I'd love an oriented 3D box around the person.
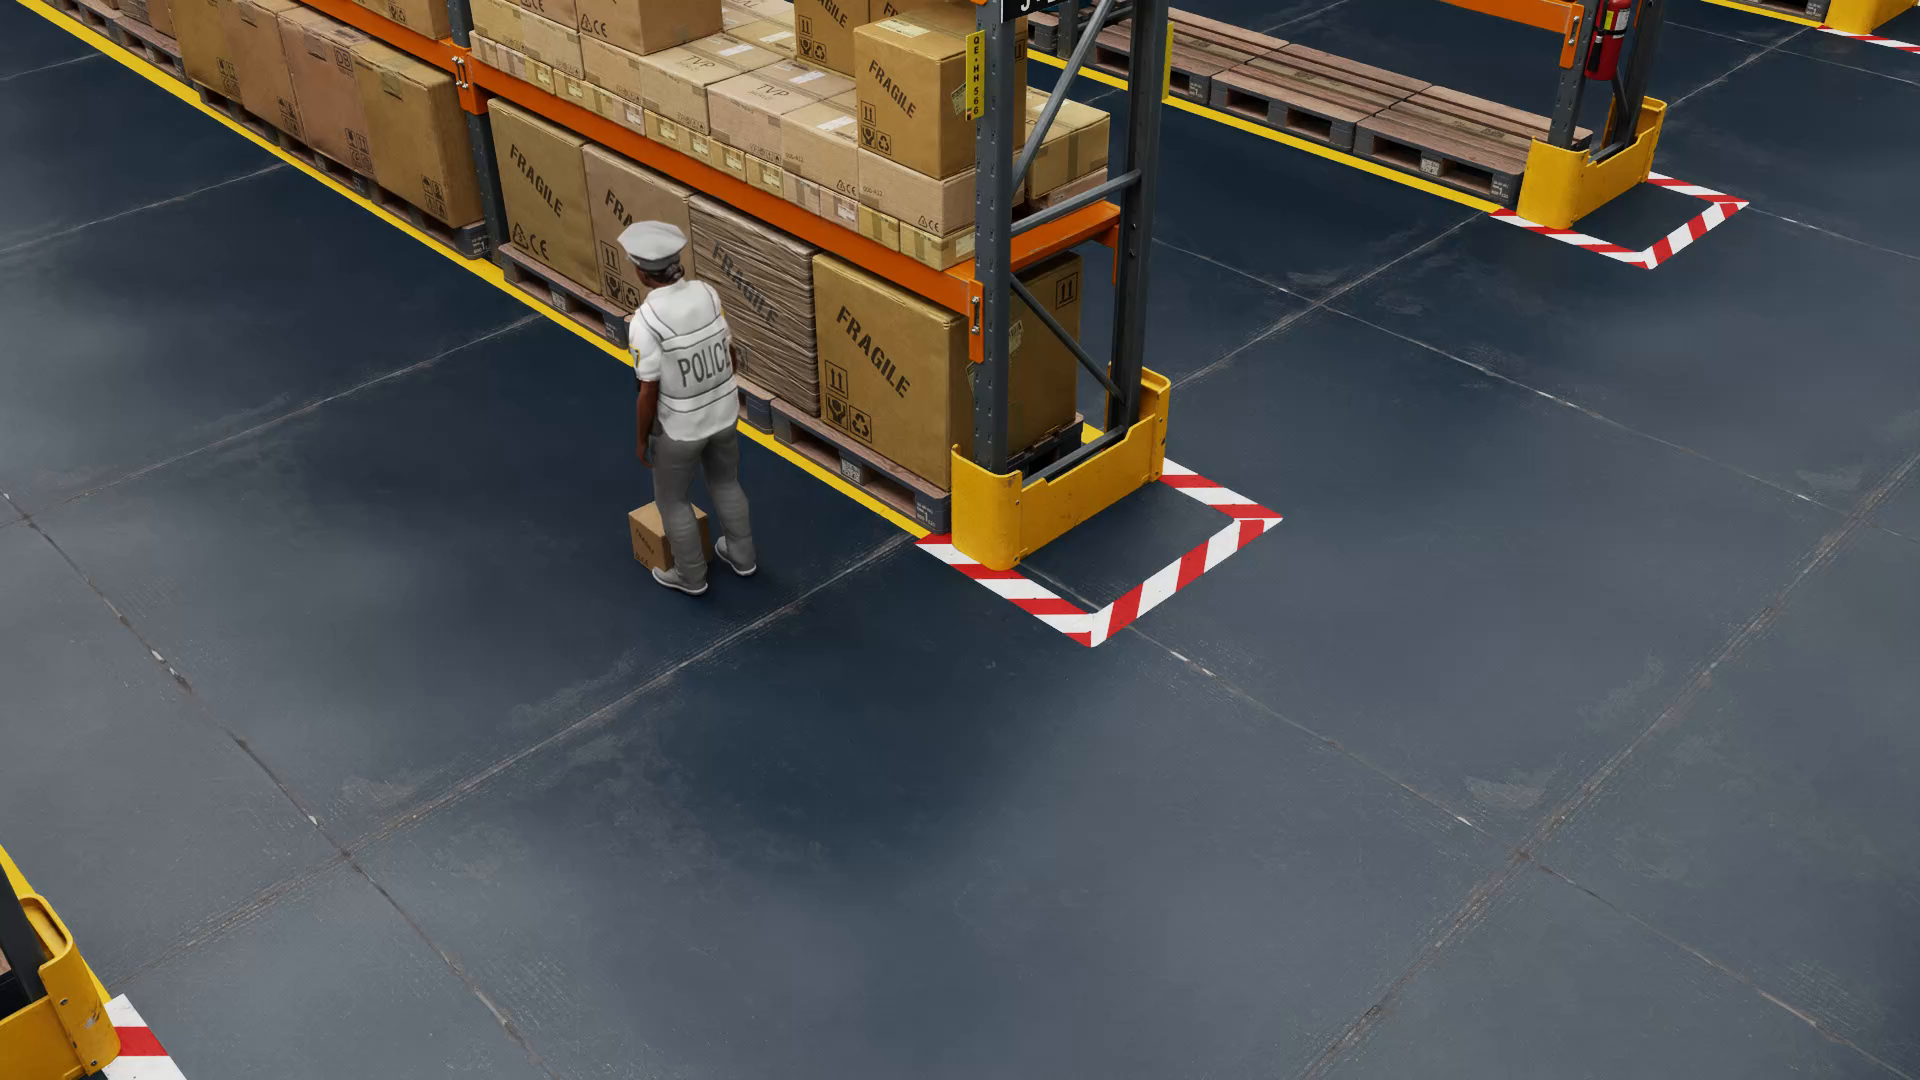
[{"bbox_3d":[-1.118,-0.500,6.844,0.417,1.658,0.519,29,45,34],"label":"person"}]
